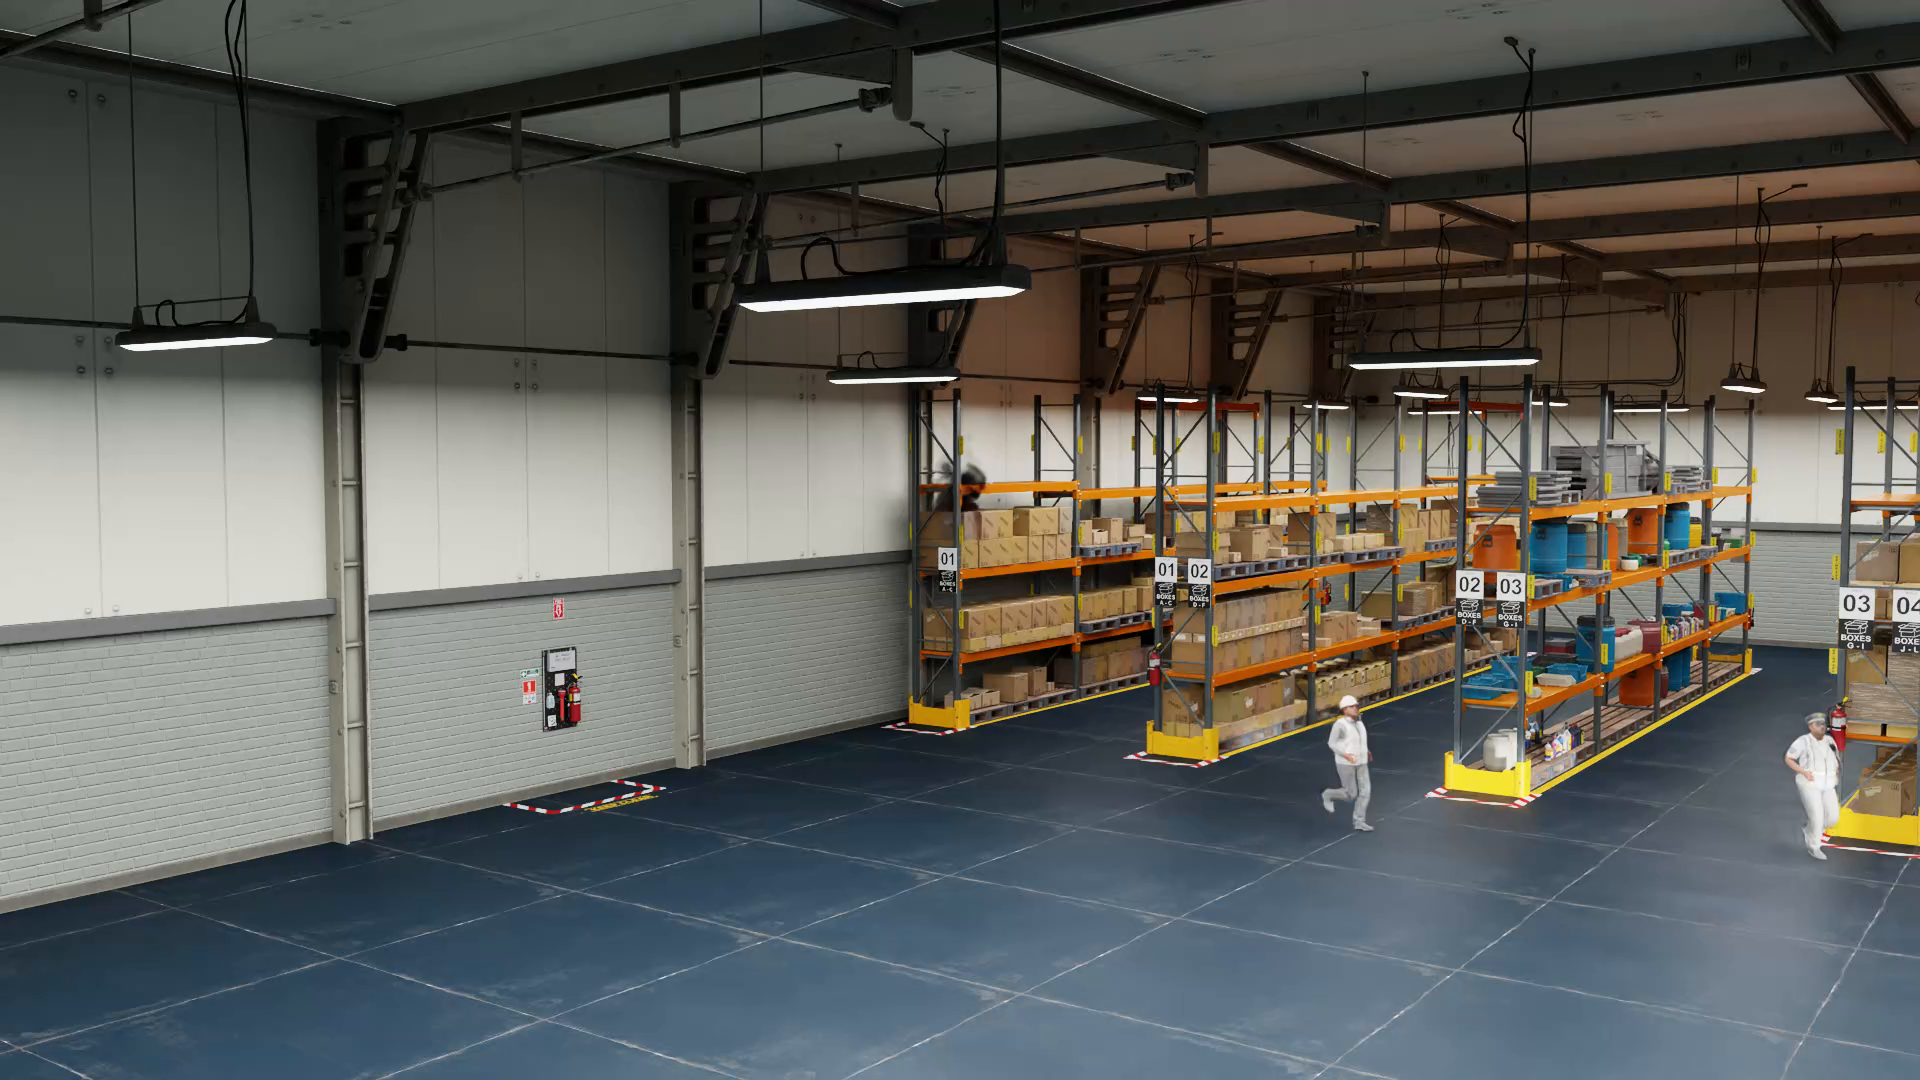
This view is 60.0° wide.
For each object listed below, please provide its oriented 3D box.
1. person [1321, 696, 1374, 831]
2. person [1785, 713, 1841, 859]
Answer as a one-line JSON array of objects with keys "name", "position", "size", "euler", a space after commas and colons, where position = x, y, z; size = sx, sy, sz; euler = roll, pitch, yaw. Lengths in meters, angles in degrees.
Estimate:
[{"name": "person", "position": [5.111, 2.905, 21.759], "size": [0.647, 1.737, 0.808], "euler": [-2, 4, -32]}, {"name": "person", "position": [10.469, 2.991, 20.337], "size": [0.687, 1.786, 0.595], "euler": [0, 3, -8]}]
